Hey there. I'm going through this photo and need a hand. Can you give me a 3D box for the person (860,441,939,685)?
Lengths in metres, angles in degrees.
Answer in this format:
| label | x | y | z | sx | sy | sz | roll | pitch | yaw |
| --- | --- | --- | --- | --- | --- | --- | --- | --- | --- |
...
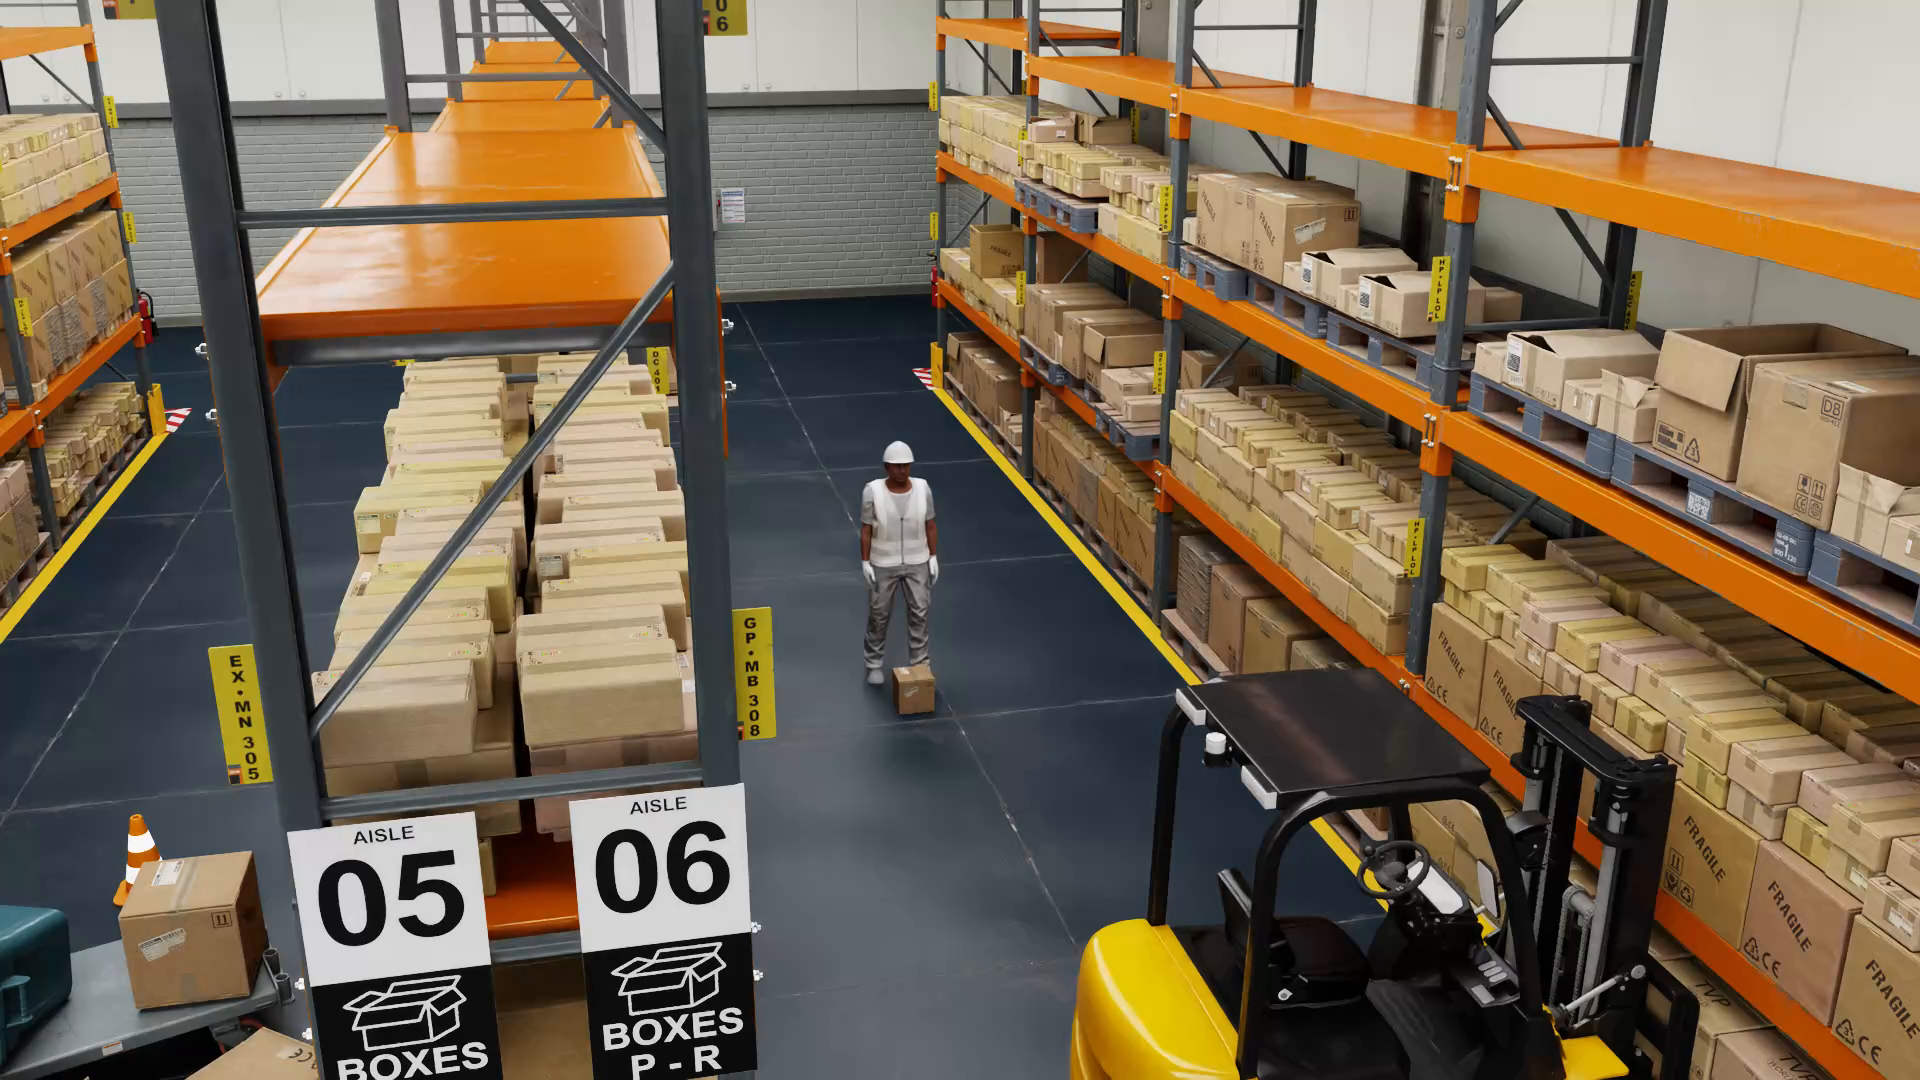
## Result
| label | x | y | z | sx | sy | sz | roll | pitch | yaw |
| --- | --- | --- | --- | --- | --- | --- | --- | --- | --- |
| person | -0.419 | 0.193 | 11.853 | 0.558 | 1.816 | 0.482 | -4 | 20 | -12 |
